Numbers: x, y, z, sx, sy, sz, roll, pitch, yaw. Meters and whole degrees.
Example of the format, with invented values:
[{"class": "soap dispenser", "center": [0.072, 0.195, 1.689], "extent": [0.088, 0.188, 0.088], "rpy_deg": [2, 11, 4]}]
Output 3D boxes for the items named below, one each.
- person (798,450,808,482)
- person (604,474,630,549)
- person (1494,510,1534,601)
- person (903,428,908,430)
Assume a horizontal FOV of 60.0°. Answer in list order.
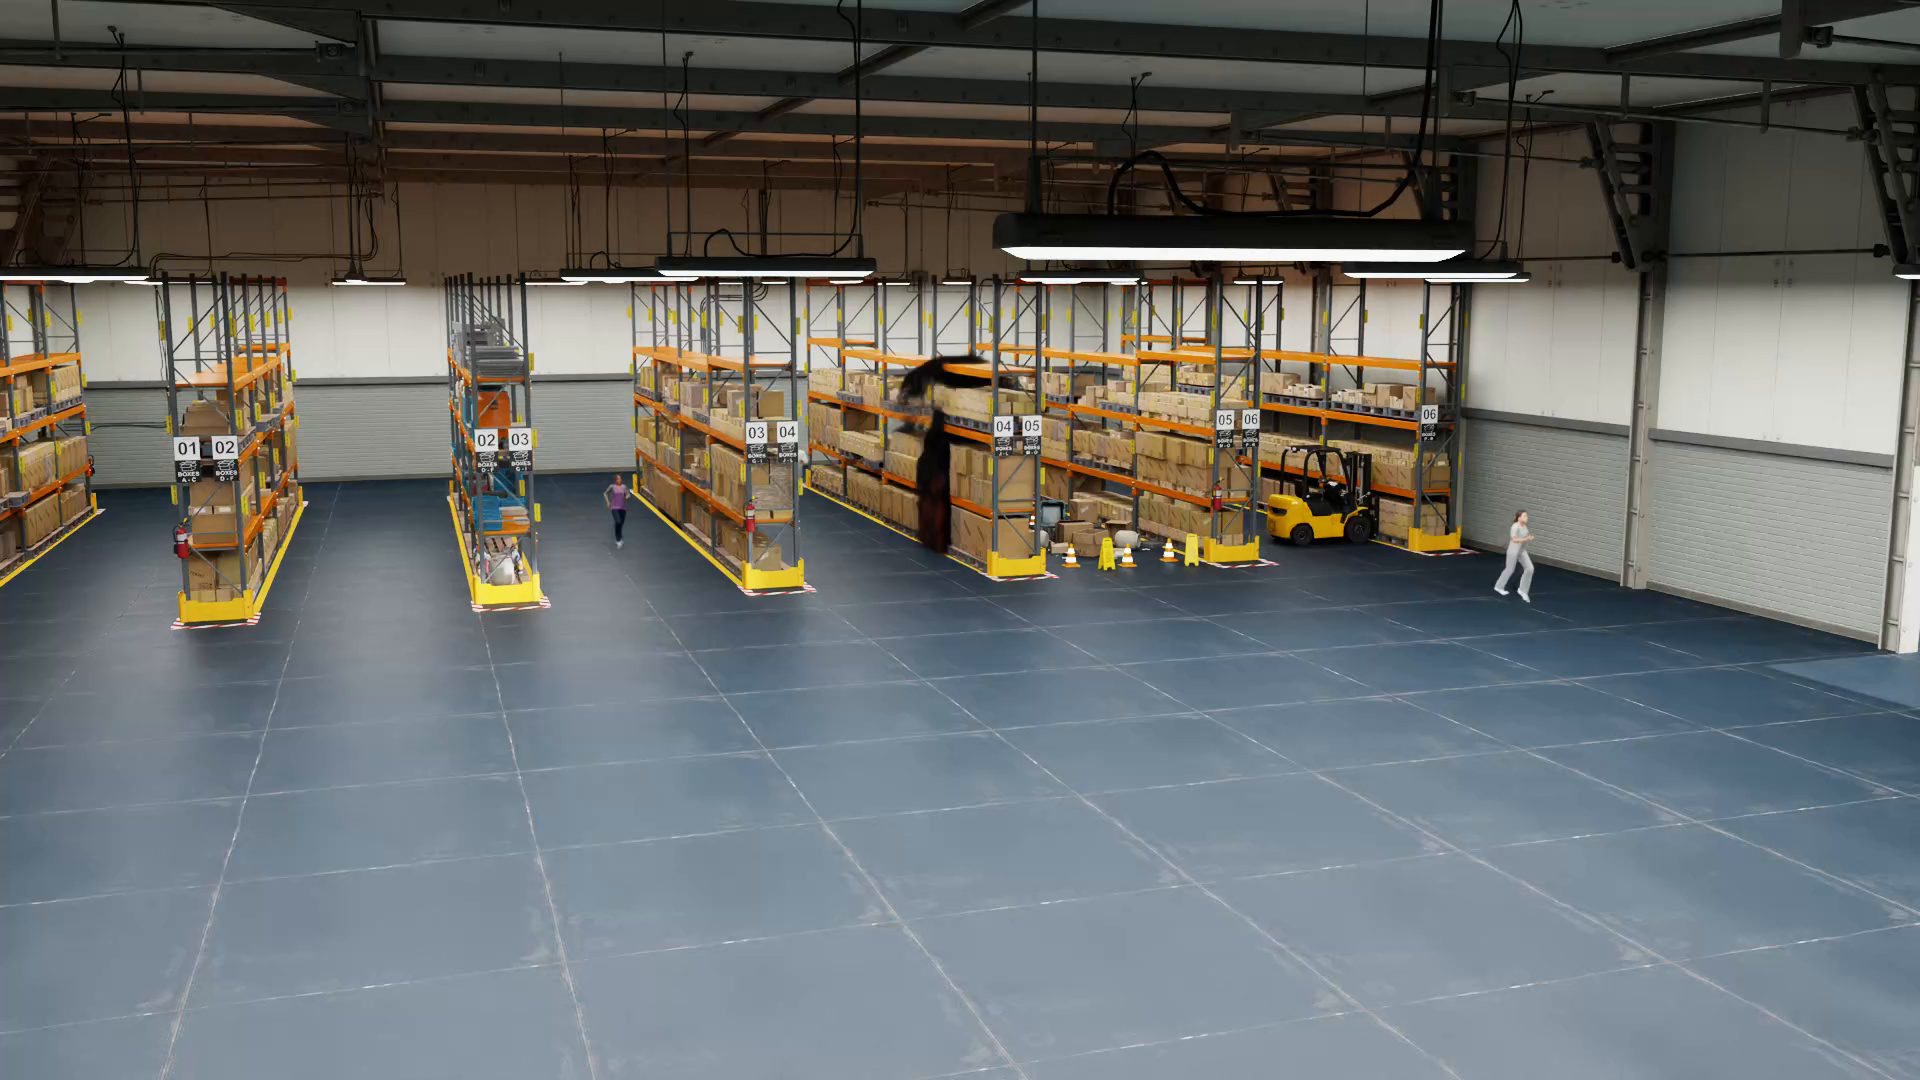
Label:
[{"class": "person", "center": [-4.285, -1.679, 43.304], "extent": [0.674, 1.834, 0.929], "rpy_deg": [-3, 9, -17]}, {"class": "person", "center": [-7.627, -0.661, 37.116], "extent": [0.510, 1.645, 0.733], "rpy_deg": [-5, 10, -32]}, {"class": "person", "center": [10.273, 0.280, 30.774], "extent": [0.534, 1.727, 0.814], "rpy_deg": [-6, 10, -34]}, {"class": "person", "center": [-1.354, -2.655, 50.731], "extent": [0.819, 1.522, 0.586], "rpy_deg": [-2, 9, -11]}]
